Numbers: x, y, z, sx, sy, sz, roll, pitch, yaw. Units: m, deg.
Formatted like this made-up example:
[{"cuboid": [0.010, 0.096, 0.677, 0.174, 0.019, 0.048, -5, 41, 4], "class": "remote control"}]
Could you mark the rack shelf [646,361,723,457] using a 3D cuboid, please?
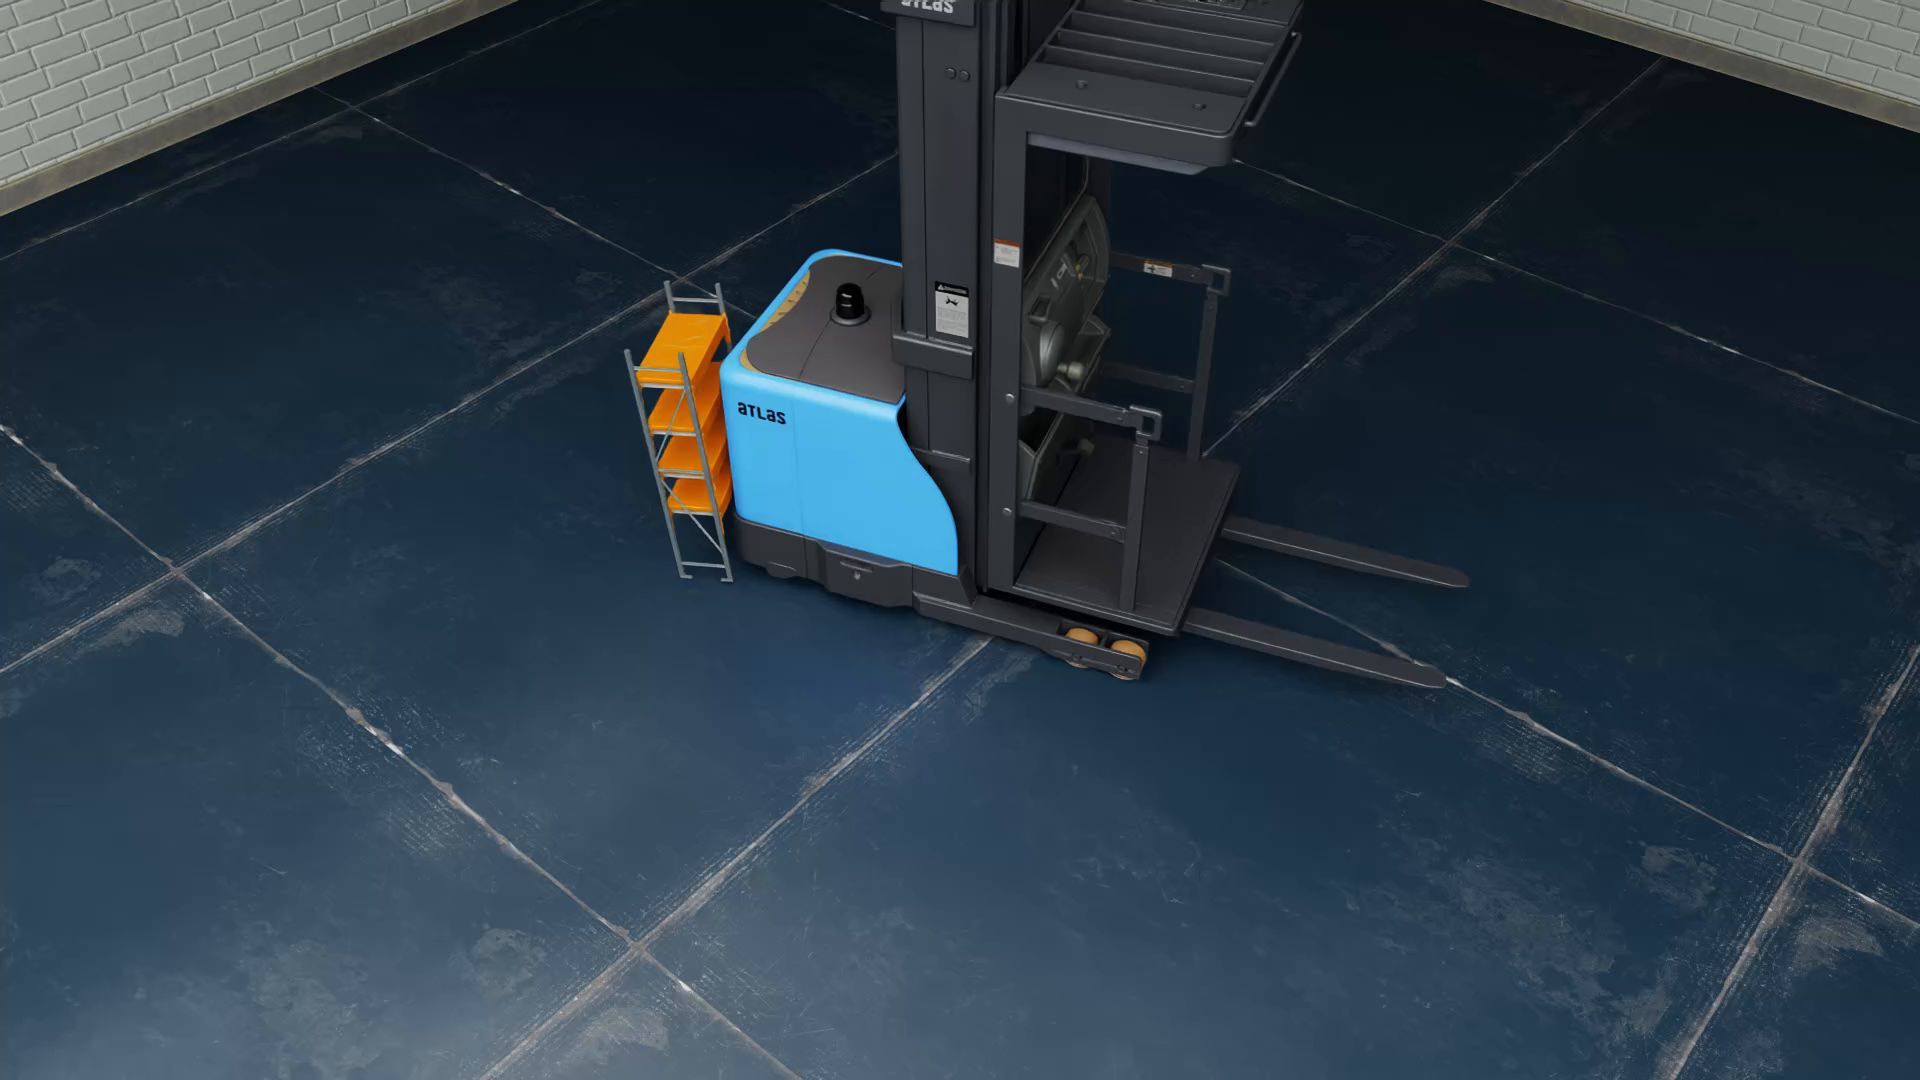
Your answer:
[{"cuboid": [-1.109, -0.558, 6.909, 0.258, 0.148, 0.480, 4, 42, 11], "class": "rack shelf"}]

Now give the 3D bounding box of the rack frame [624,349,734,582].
[{"cuboid": [-1.144, -0.280, 6.835, 0.240, 1.200, 0.015, 4, 42, 11], "class": "rack frame"}]

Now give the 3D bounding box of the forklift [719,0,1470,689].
[{"cuboid": [0.593, -0.919, 6.264, 3.031, 2.935, 1.130, 15, 44, 15], "class": "forklift"}]

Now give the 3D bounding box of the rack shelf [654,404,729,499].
[{"cuboid": [-1.093, -0.391, 7.056, 0.258, 0.148, 0.480, 4, 42, 11], "class": "rack shelf"}]

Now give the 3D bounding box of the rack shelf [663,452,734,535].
[{"cuboid": [-1.078, -0.242, 7.188, 0.258, 0.148, 0.480, 4, 42, 11], "class": "rack shelf"}]

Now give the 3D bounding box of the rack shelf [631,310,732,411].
[{"cuboid": [-1.126, -0.735, 6.753, 0.258, 0.148, 0.480, 4, 42, 11], "class": "rack shelf"}]

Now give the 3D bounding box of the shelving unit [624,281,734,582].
[{"cuboid": [-1.098, -0.441, 7.012, 0.258, 1.200, 0.503, 4, 42, 11], "class": "shelving unit"}]

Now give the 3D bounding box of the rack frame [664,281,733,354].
[{"cuboid": [-1.052, -0.602, 7.189, 0.240, 1.200, 0.015, 4, 42, 11], "class": "rack frame"}]
